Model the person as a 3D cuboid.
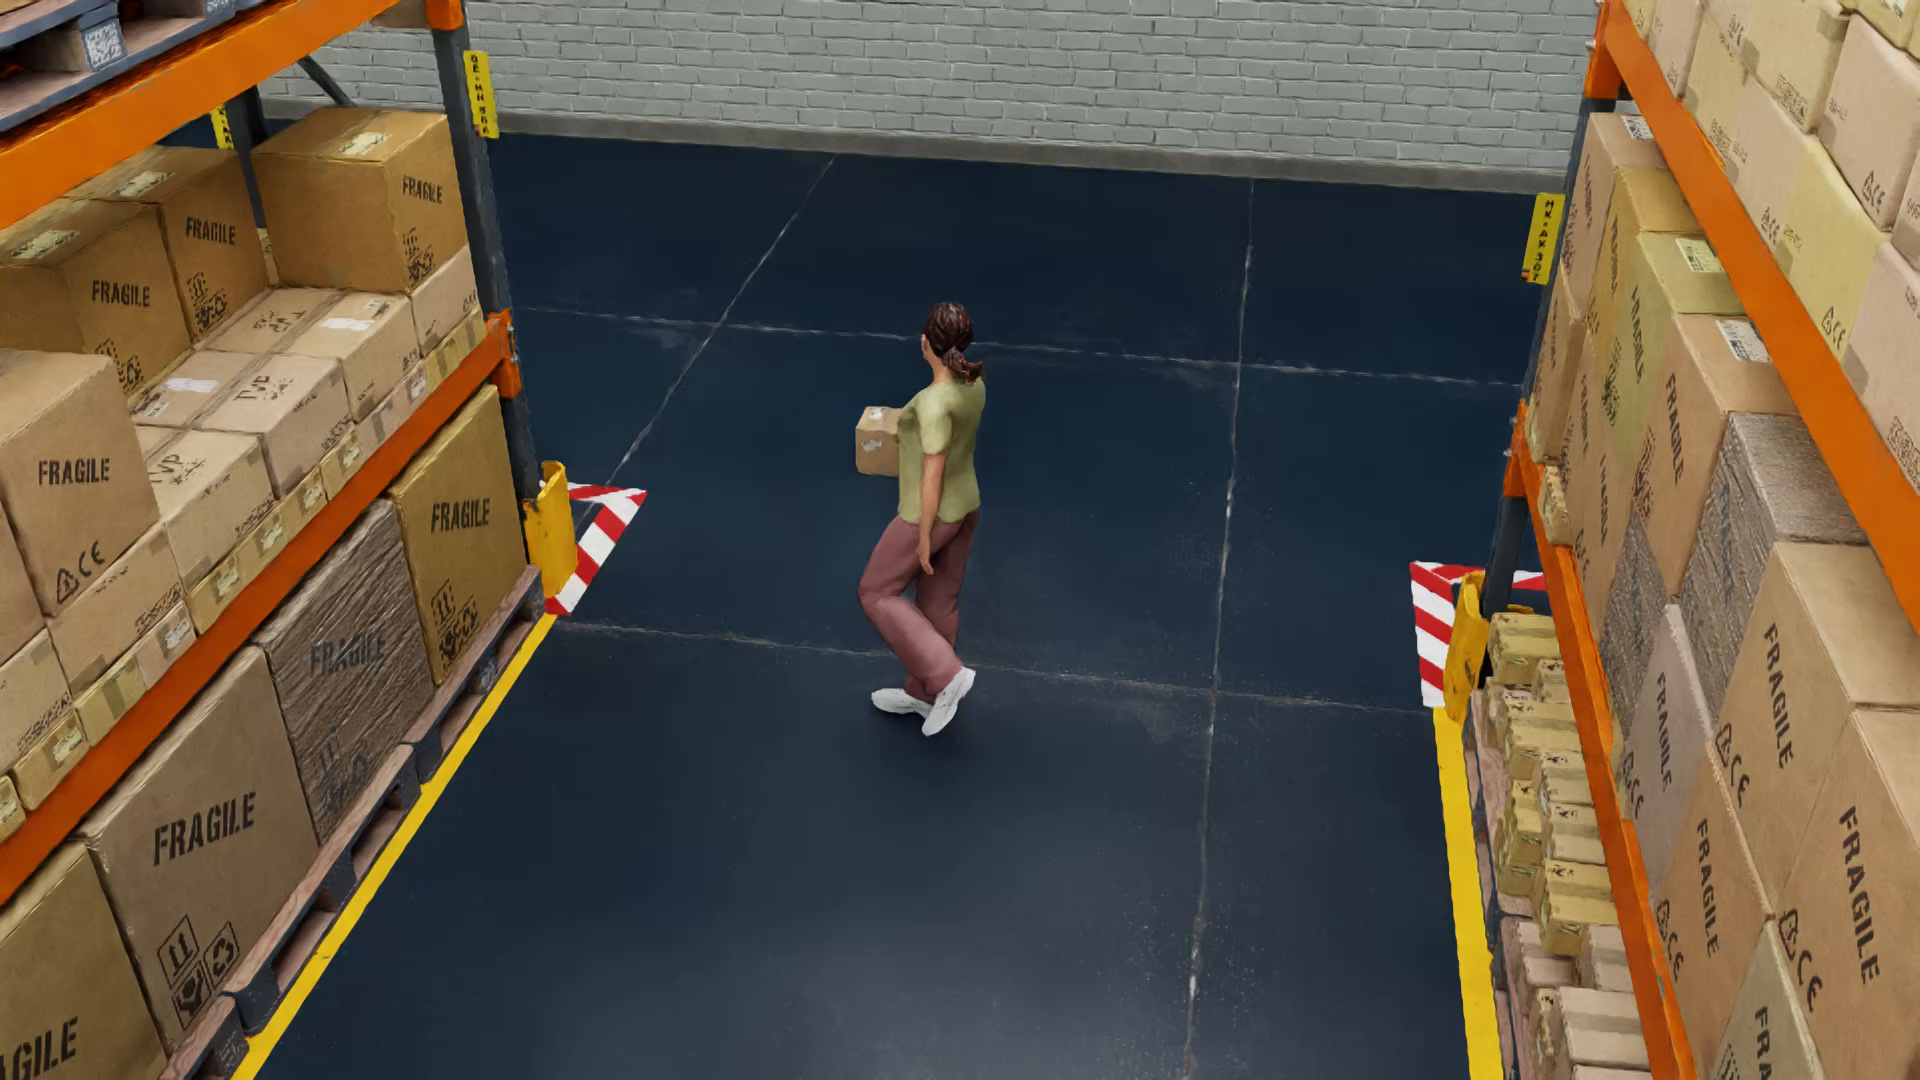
[{"bbox_3d":[-0.111,-0.069,6.249,0.461,1.644,0.636,15,35,22],"label":"person"}]
